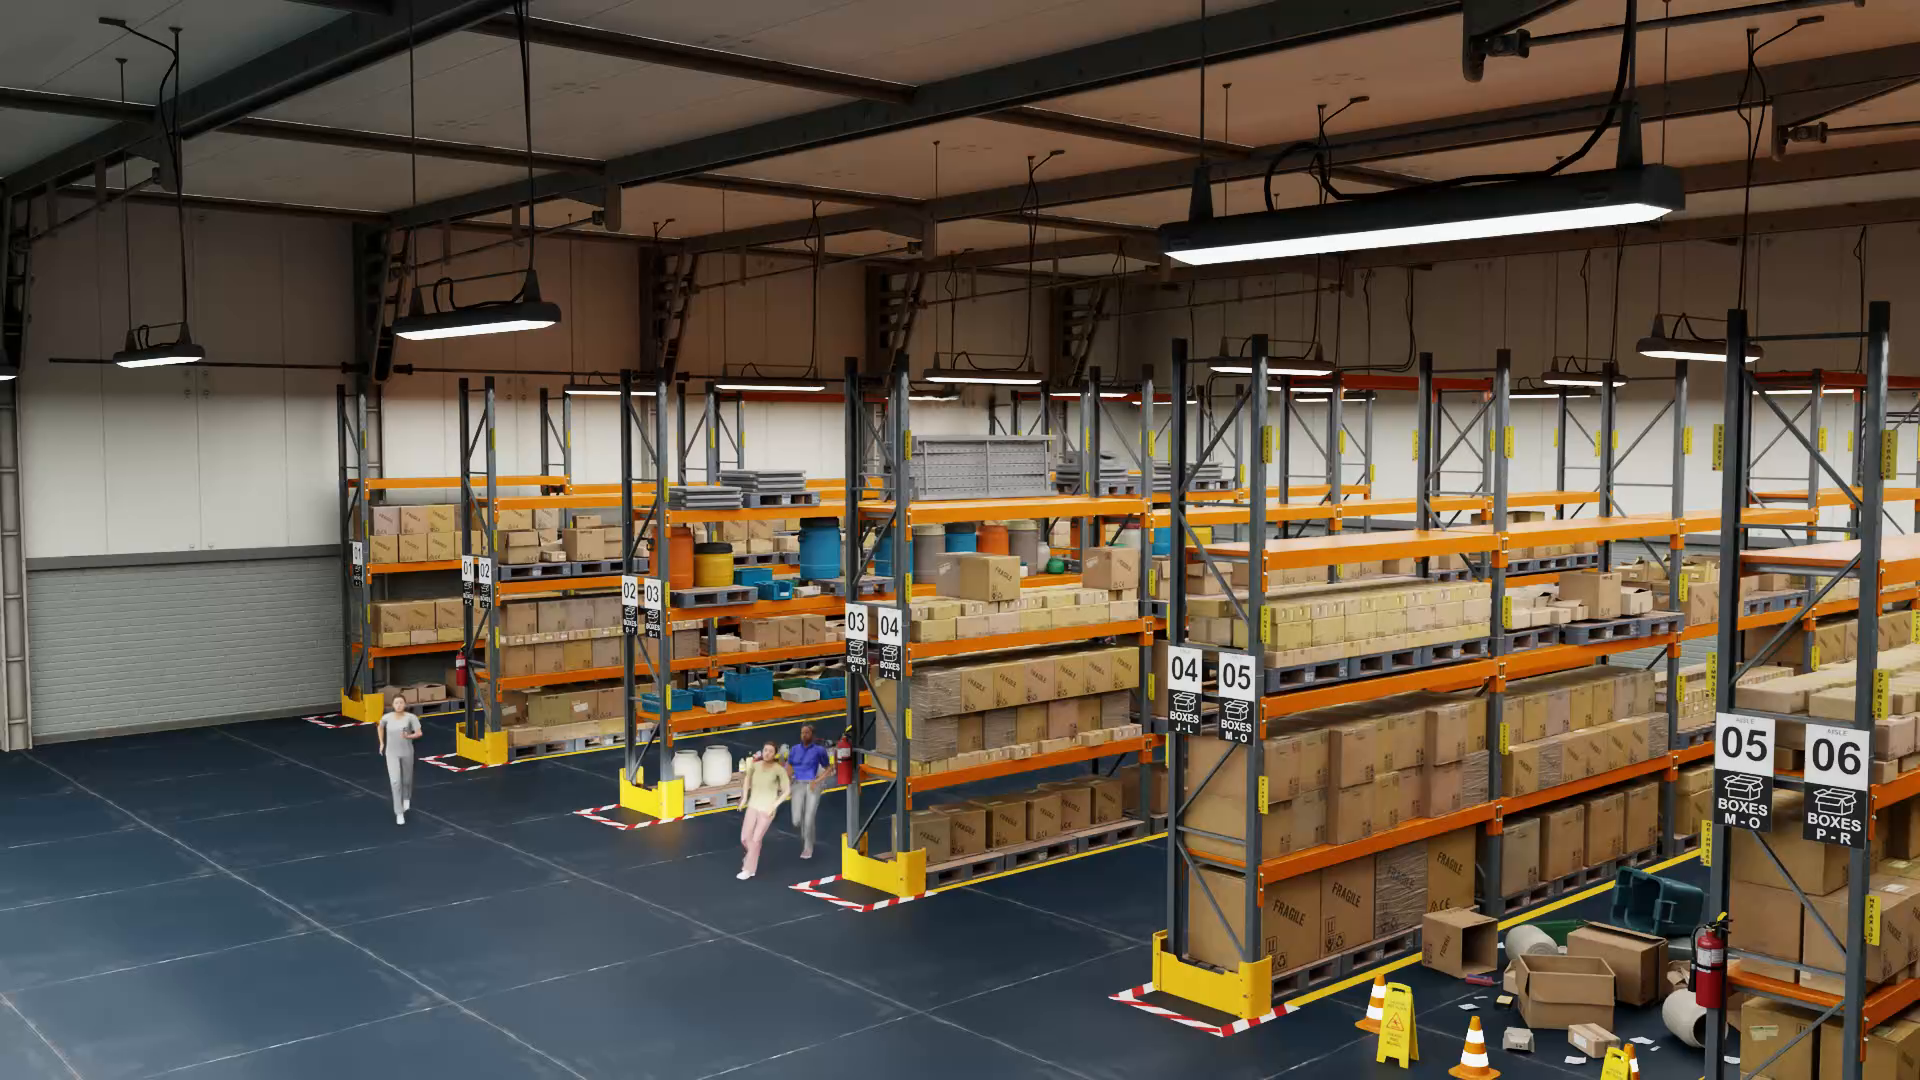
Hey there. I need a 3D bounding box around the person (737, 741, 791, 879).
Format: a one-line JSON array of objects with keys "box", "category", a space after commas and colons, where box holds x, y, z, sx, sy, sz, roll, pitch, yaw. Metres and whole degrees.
[{"box": [-2.265, 3.106, 19.147, 0.614, 1.595, 0.527, 1, 4, 14], "category": "person"}]

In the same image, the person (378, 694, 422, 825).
[{"box": [-7.415, 2.852, 22.039, 0.561, 1.660, 0.969, -1, 4, -17], "category": "person"}]

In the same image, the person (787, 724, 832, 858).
[{"box": [-1.855, 3.040, 20.253, 0.581, 1.614, 0.552, 1, 4, 12], "category": "person"}]
